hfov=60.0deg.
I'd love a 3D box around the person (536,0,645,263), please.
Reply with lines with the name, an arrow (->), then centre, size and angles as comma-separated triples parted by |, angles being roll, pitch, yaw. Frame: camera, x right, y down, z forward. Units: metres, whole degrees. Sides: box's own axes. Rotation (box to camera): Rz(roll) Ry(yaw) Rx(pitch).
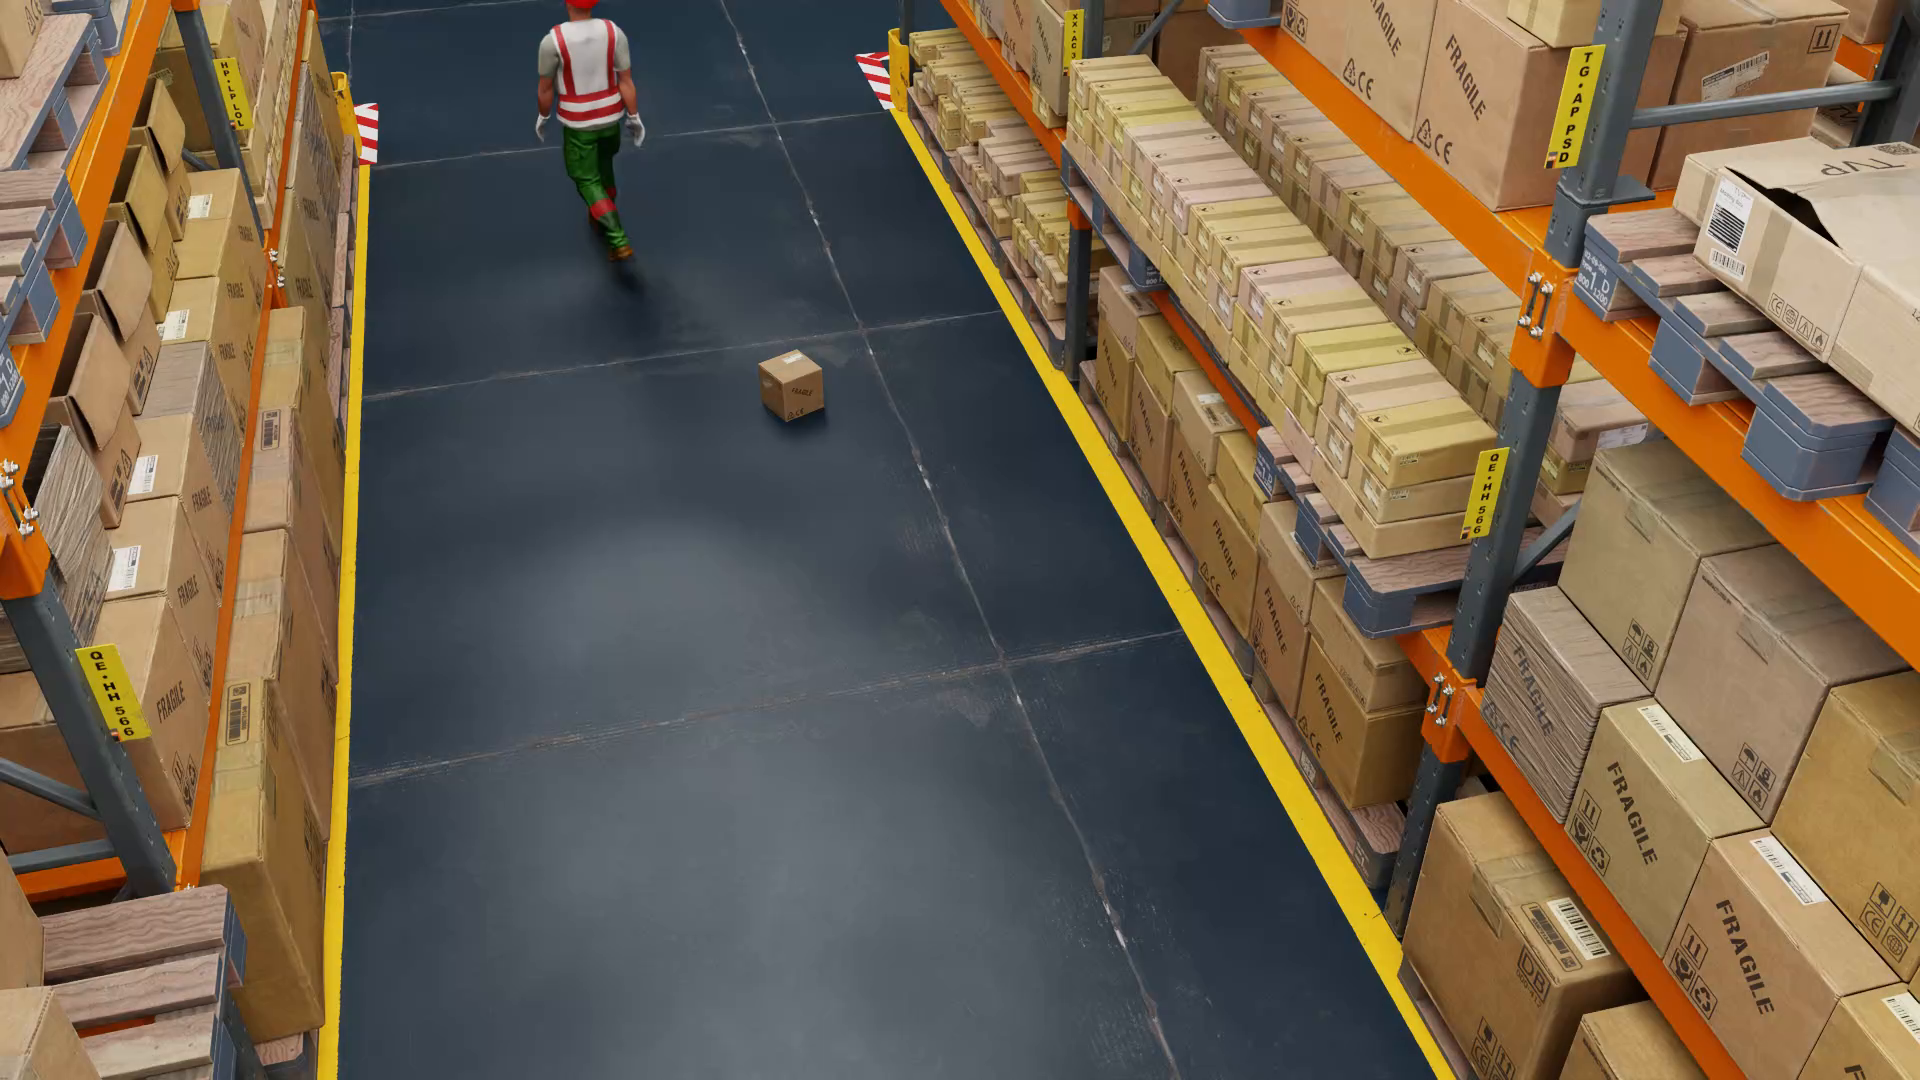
person -> -2.223, -2.524, 9.944 | 0.586, 1.756, 0.949 | -20, 42, -24
